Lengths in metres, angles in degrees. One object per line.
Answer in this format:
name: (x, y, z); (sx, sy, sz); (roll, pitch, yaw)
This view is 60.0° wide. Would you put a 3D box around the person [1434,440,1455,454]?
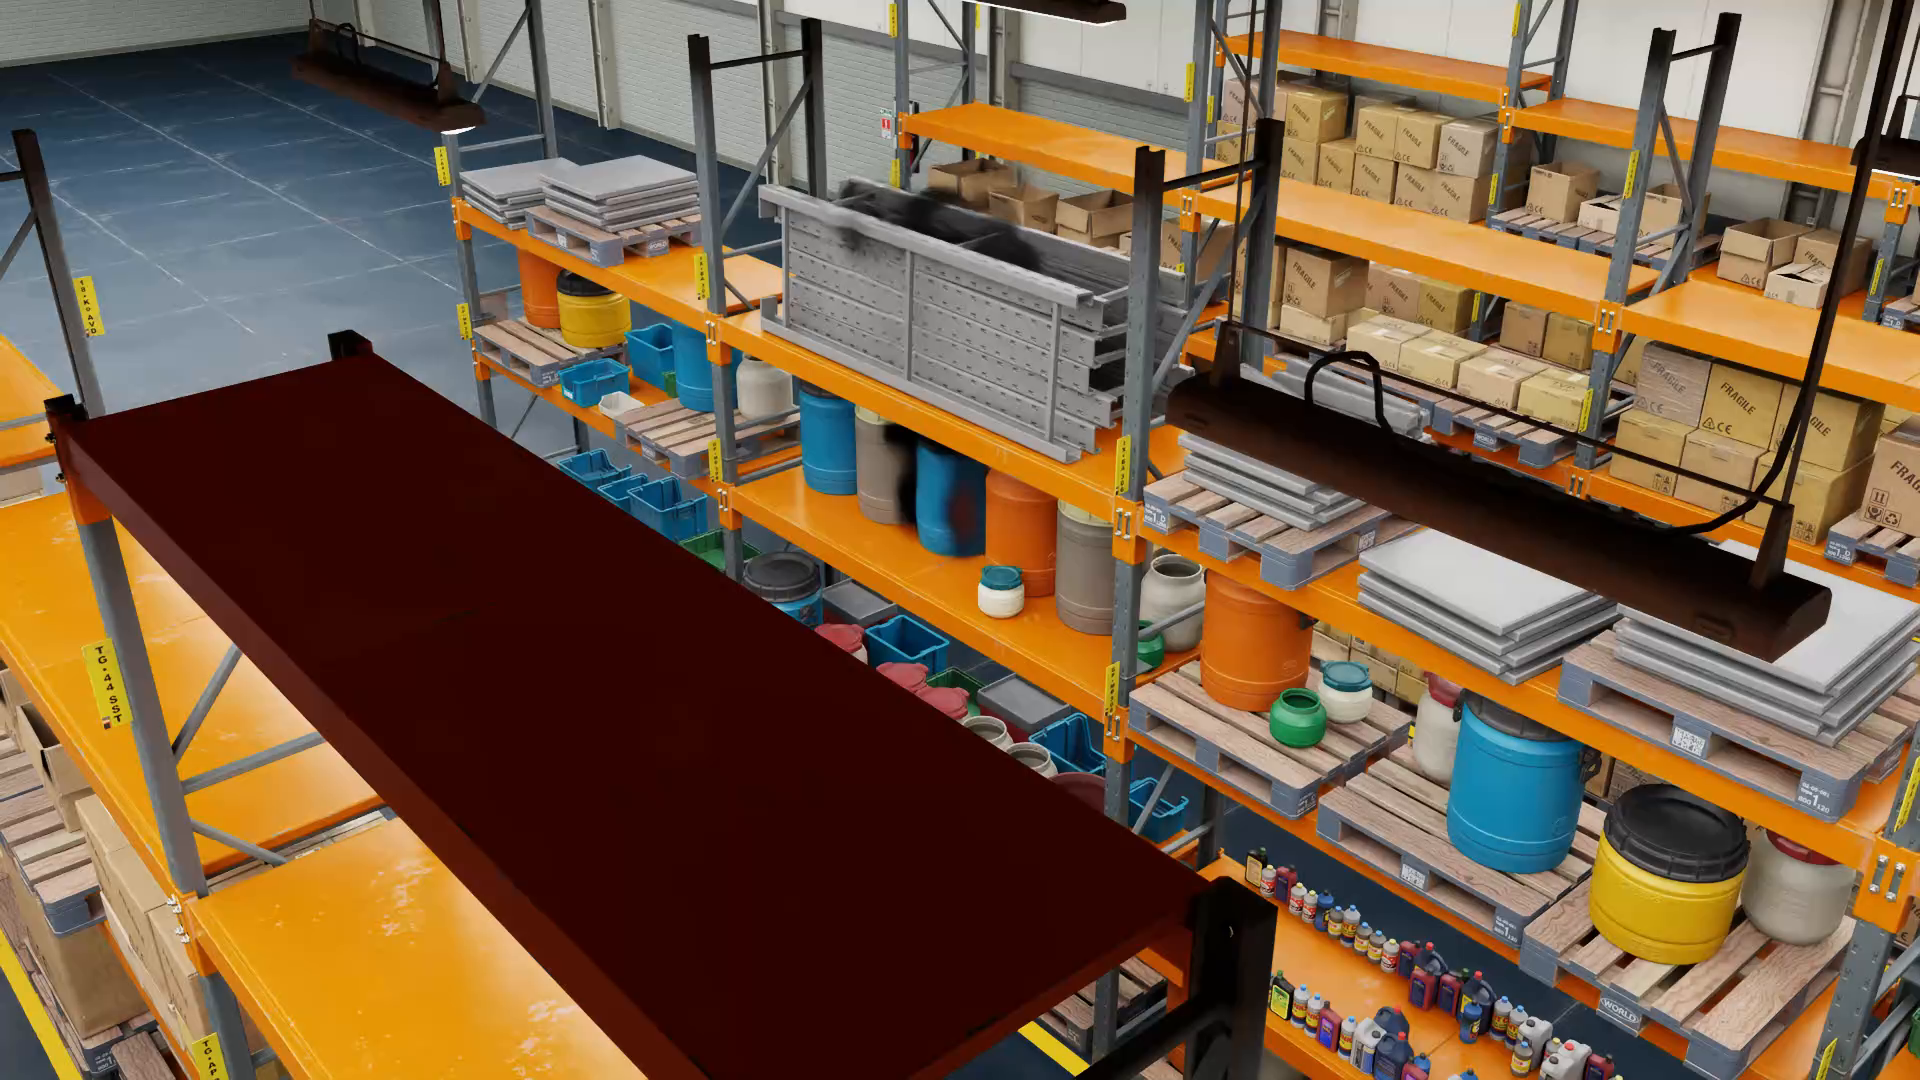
person: (4.726, -0.394, 16.550); (0.867, 1.574, 0.541); (17, 32, 30)
